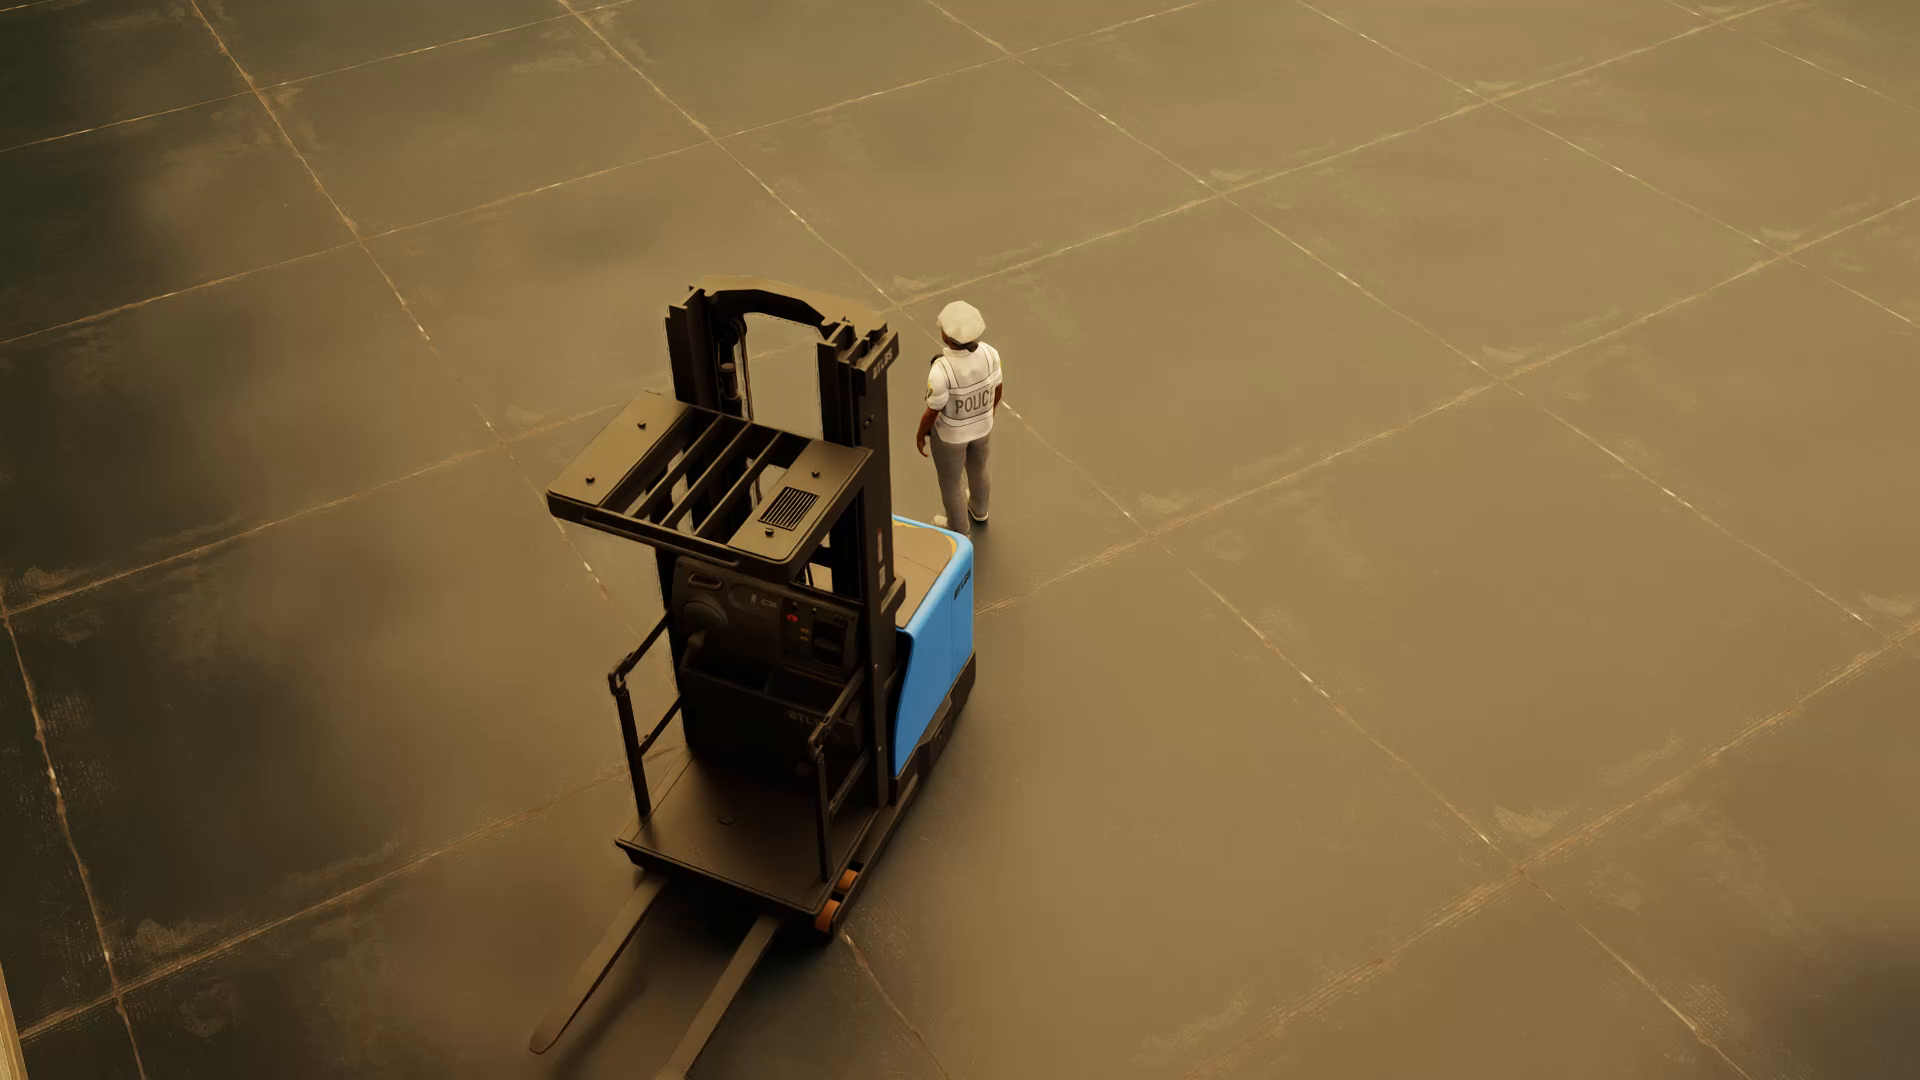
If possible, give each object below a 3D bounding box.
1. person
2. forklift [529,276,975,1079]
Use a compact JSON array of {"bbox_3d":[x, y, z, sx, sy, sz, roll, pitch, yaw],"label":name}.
[{"bbox_3d":[-0.024,-0.692,9.592,0.570,1.697,0.528,-23,46,-24],"label":"person"},{"bbox_3d":[-0.967,0.451,7.355,1.130,2.935,3.031,16,44,17],"label":"forklift"}]
